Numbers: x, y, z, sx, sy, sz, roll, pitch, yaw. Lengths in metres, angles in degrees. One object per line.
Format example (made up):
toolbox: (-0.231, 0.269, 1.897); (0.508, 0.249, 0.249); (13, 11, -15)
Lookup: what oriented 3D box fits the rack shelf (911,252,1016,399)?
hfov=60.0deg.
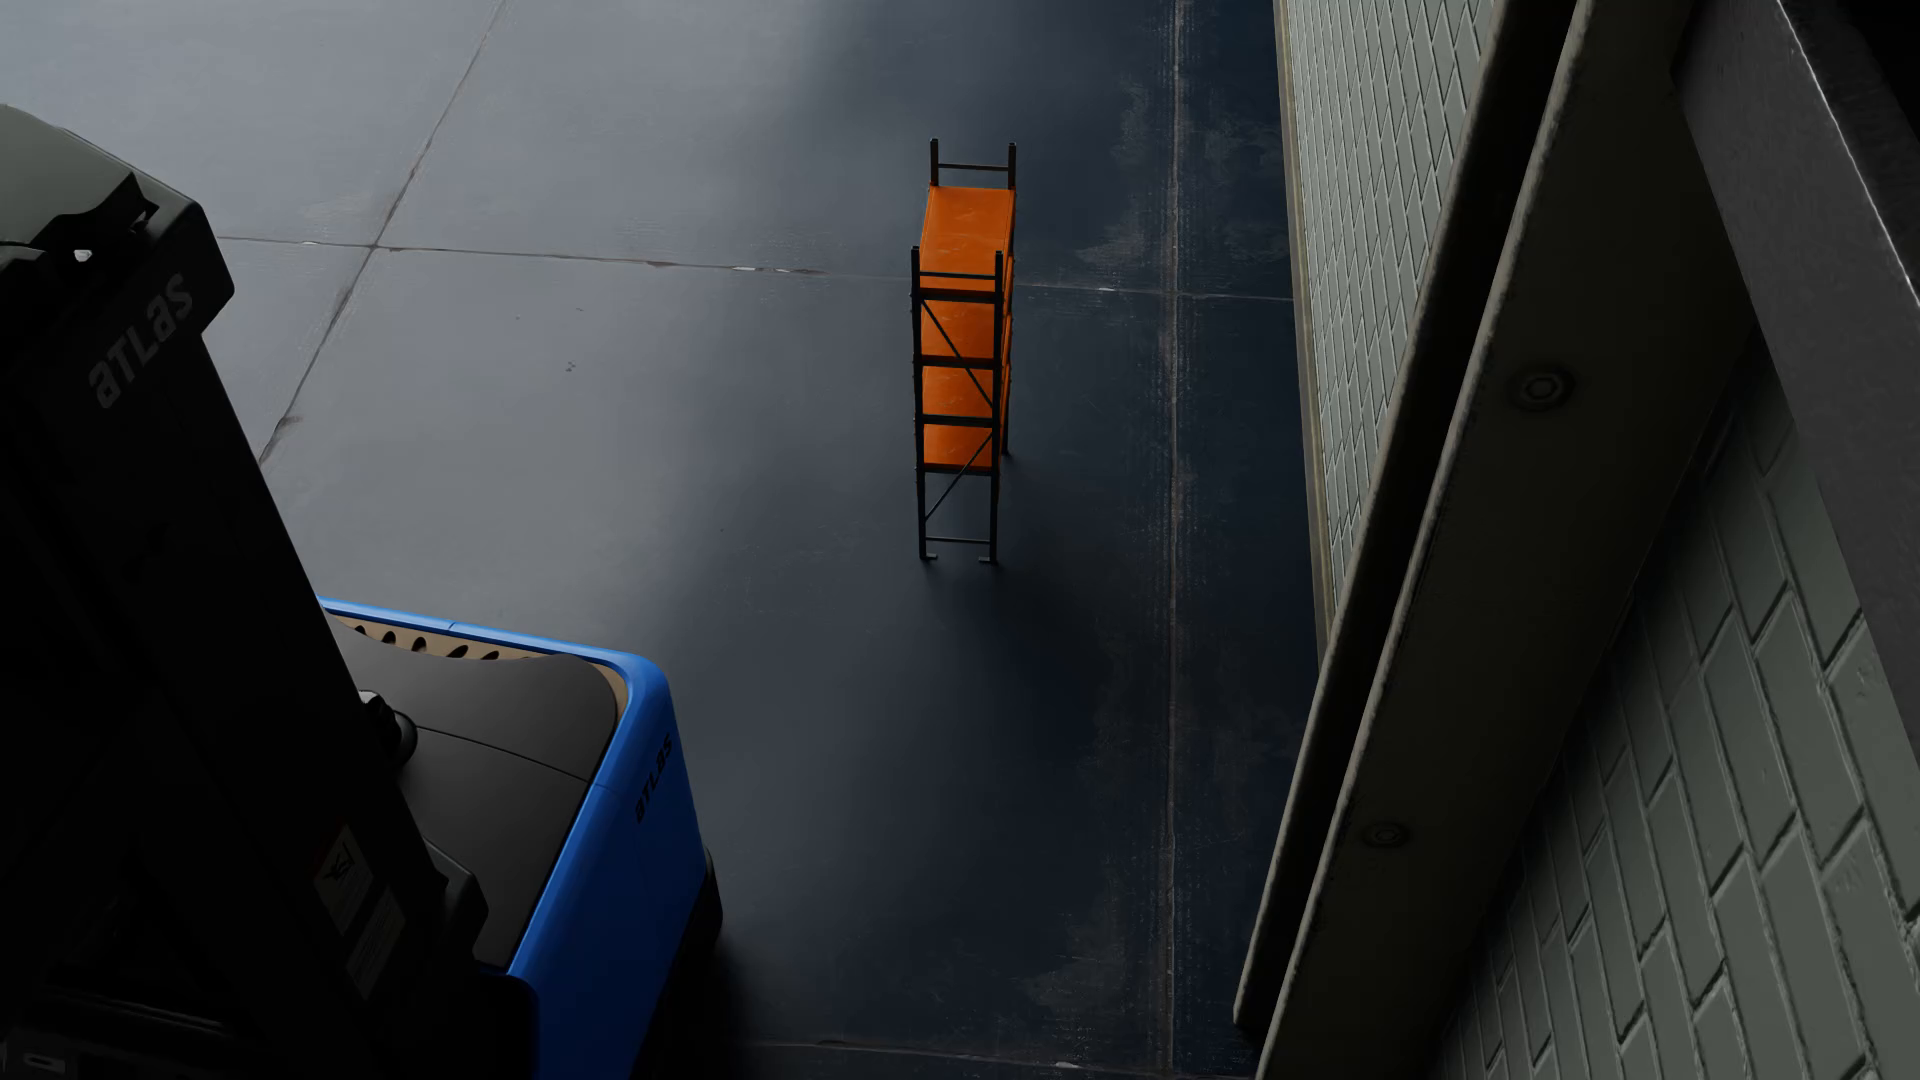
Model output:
rack shelf: (0.015, -0.632, 4.803); (0.258, 0.148, 0.480); (4, 48, 4)

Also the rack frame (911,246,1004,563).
rack frame: (-0.007, -0.347, 4.755); (0.240, 1.200, 0.015); (4, 48, 4)

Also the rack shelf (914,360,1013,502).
rack shelf: (0.015, -0.347, 5.115); (0.258, 0.148, 0.480); (4, 48, 4)

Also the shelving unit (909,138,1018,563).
shelving unit: (0.015, -0.527, 4.919); (0.258, 1.200, 0.503); (4, 48, 4)

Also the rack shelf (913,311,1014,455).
rack shelf: (0.015, -0.481, 4.968); (0.258, 0.148, 0.480); (4, 48, 4)

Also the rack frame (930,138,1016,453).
rack frame: (0.037, -0.706, 5.083); (0.240, 1.200, 0.015); (4, 48, 4)

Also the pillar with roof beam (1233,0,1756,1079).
pillar with roof beam: (-3.463, -2.003, 0.984); (9.100, 9.000, 0.400); (4, 48, 4)

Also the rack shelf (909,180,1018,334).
rack shelf: (0.015, -0.792, 4.629); (0.258, 0.148, 0.480); (4, 48, 4)

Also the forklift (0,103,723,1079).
forklift: (-1.436, 0.975, 2.372); (1.130, 2.935, 3.031); (10, 48, 9)
